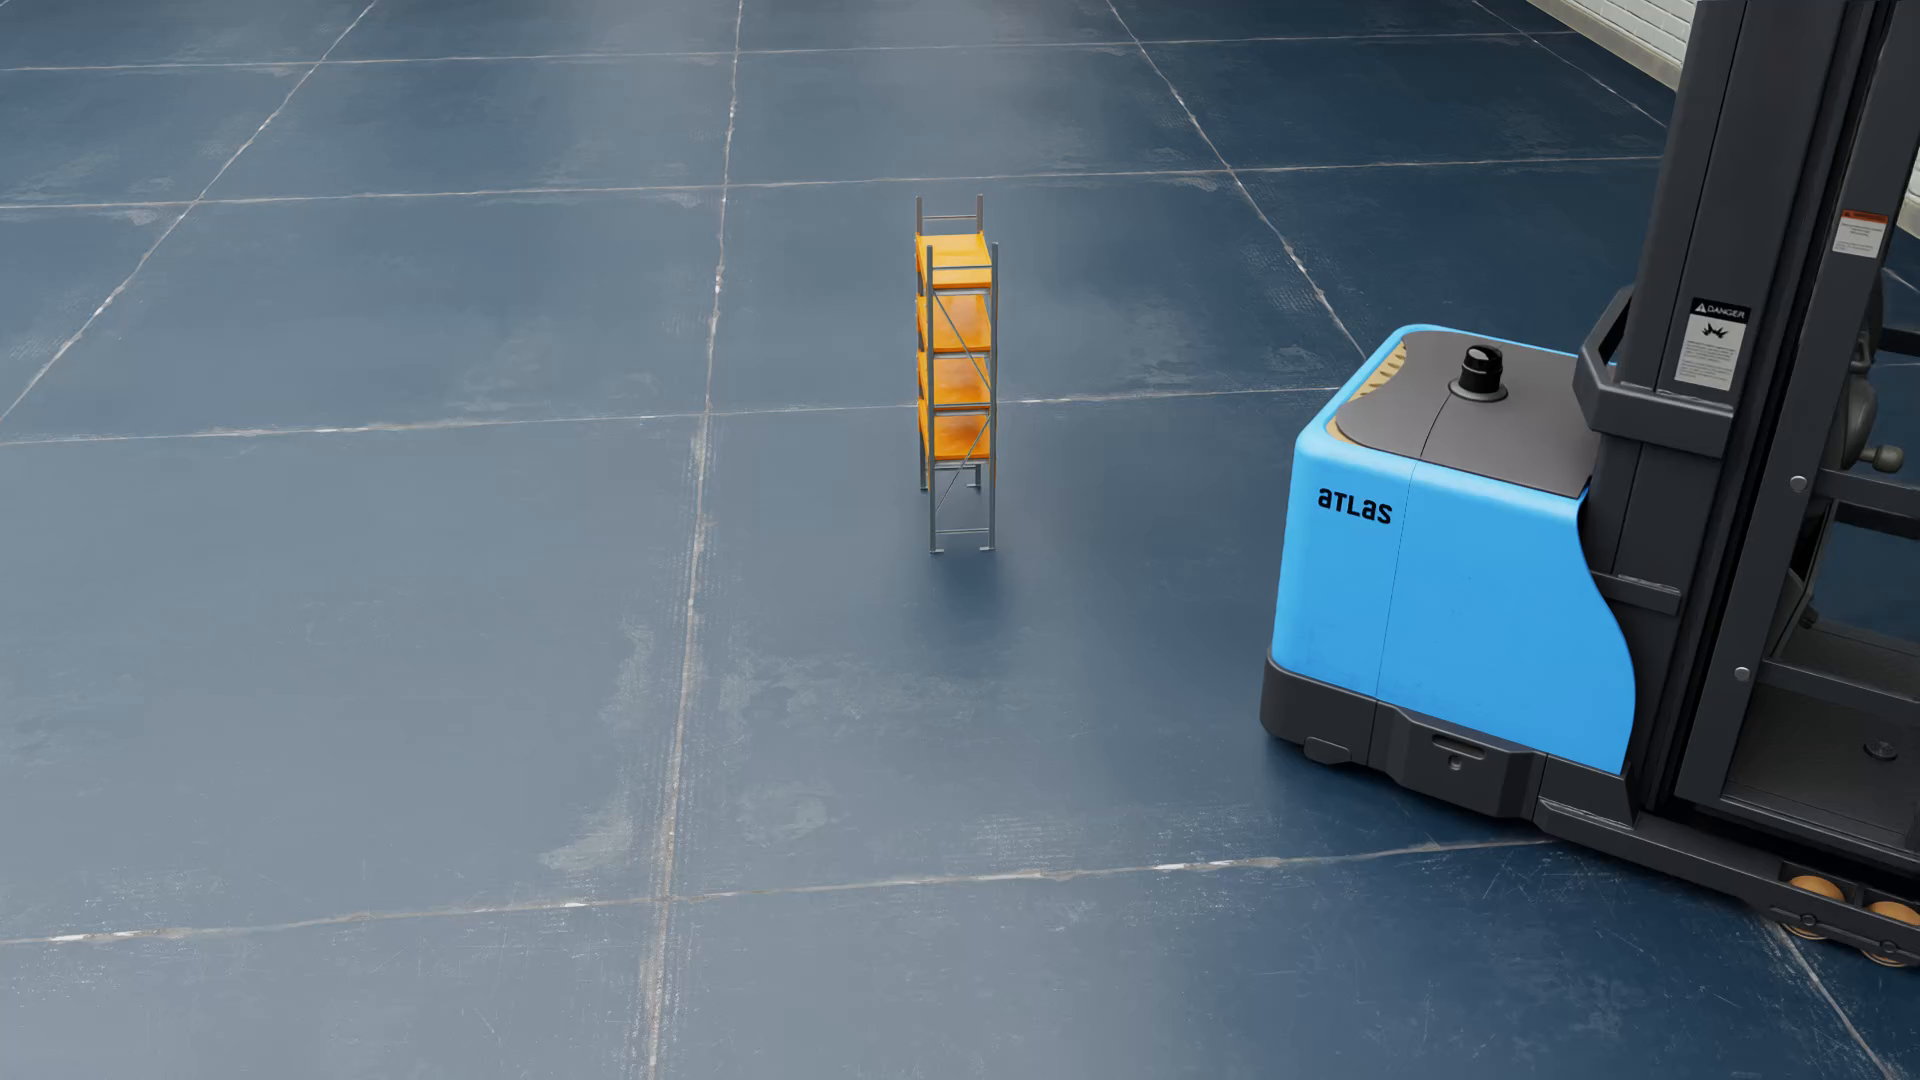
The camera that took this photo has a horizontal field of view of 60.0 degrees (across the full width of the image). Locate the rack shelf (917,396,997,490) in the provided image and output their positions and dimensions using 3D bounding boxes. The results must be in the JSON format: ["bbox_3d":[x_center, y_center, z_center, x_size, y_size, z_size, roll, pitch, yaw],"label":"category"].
[{"bbox_3d":[-0.015,-0.371,6.220,0.258,0.148,0.480,-3,31,-5],"label":"rack shelf"}]

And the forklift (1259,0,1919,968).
[{"bbox_3d":[2.461,-0.450,4.146,3.031,2.935,1.130,17,35,26],"label":"forklift"}]

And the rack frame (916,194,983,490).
[{"bbox_3d":[-0.038,-0.724,6.292,0.240,1.200,0.015,-3,31,-5],"label":"rack frame"}]

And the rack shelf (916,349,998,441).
[{"bbox_3d":[-0.015,-0.542,6.118,0.258,0.148,0.480,-3,31,-5],"label":"rack shelf"}]

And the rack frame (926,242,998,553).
[{"bbox_3d":[0.007,-0.475,5.875,0.240,1.200,0.015,-3,31,-5],"label":"rack frame"}]

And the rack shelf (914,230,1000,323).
[{"bbox_3d":[-0.015,-0.937,5.882,0.258,0.148,0.480,-3,31,-5],"label":"rack shelf"}]

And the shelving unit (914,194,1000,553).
[{"bbox_3d":[-0.015,-0.600,6.084,0.258,1.200,0.503,-3,31,-5],"label":"shelving unit"}]

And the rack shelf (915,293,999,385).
[{"bbox_3d":[-0.015,-0.734,6.004,0.258,0.148,0.480,-3,31,-5],"label":"rack shelf"}]
